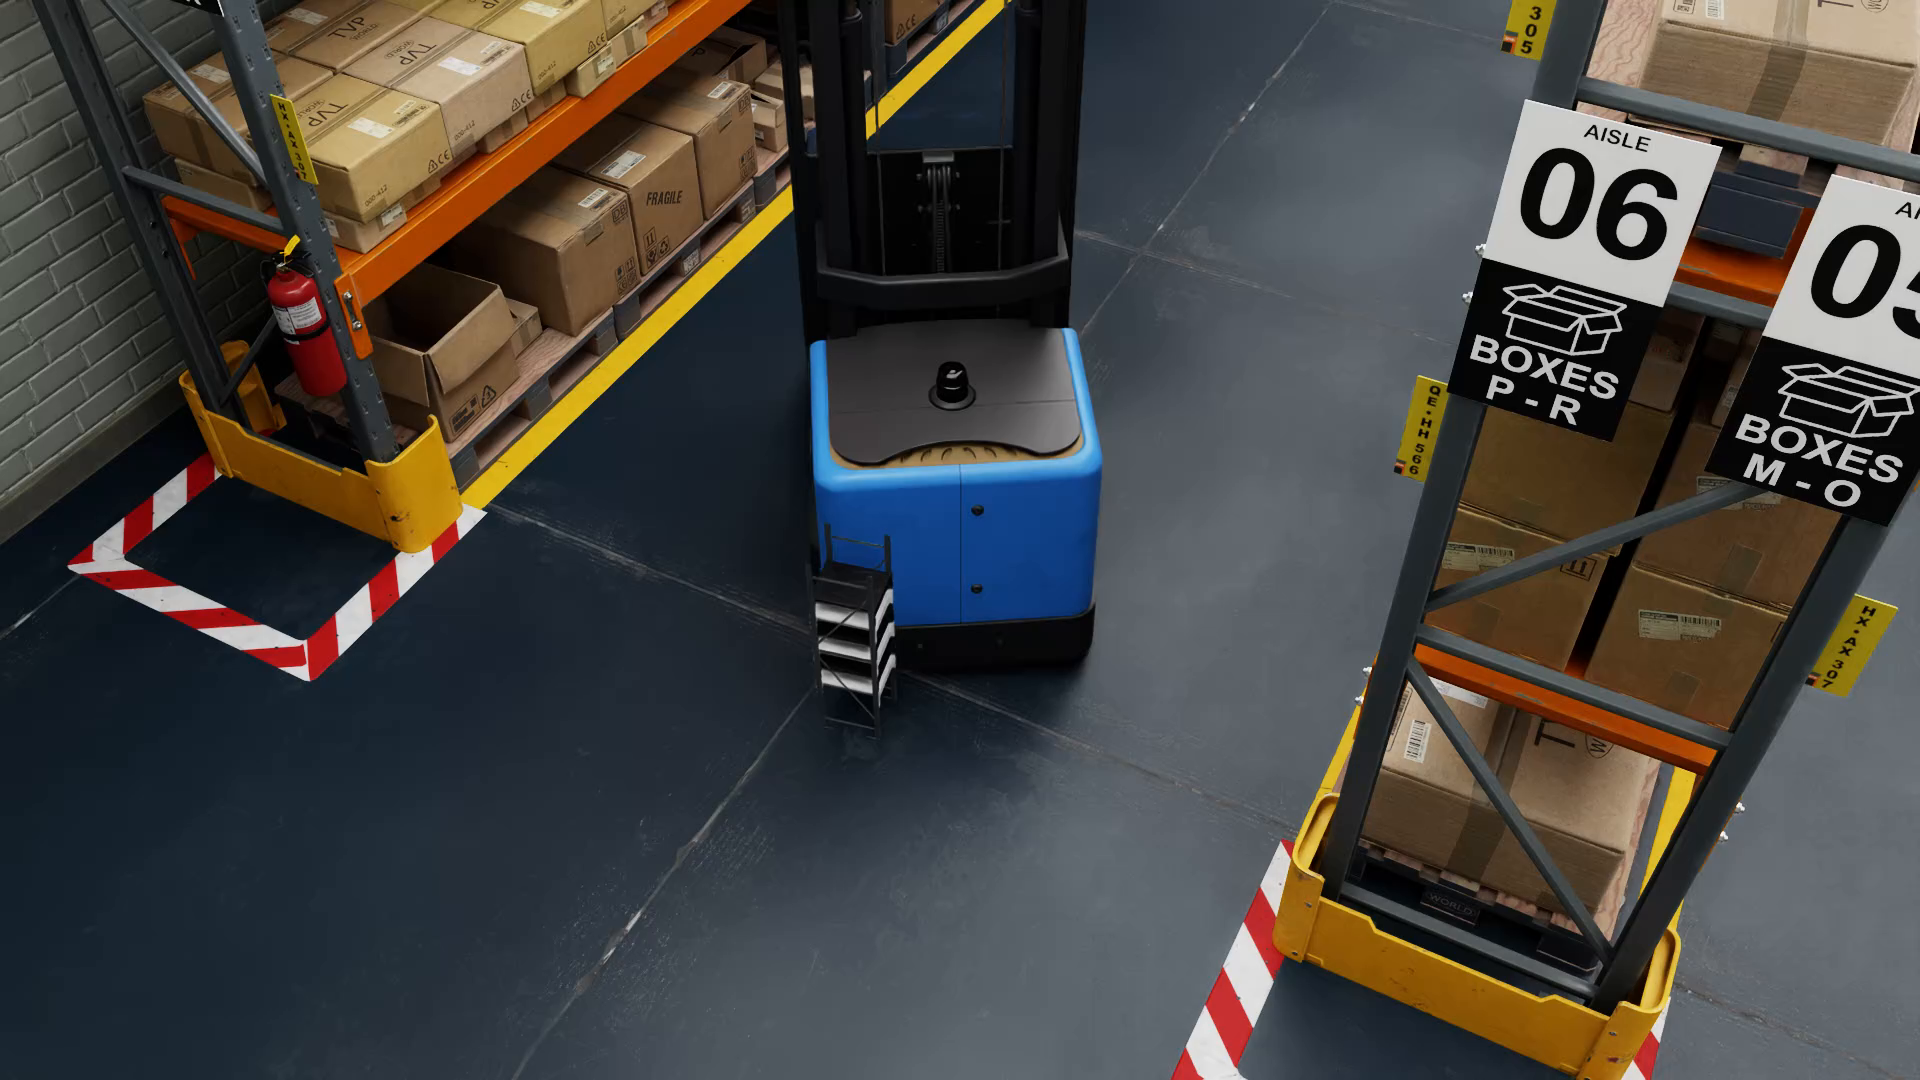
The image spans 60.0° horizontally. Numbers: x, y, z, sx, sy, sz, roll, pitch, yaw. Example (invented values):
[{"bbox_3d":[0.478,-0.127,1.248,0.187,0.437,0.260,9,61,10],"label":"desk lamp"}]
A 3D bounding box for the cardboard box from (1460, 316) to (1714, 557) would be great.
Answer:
[{"bbox_3d":[1.664,-0.367,4.510,0.500,0.500,0.500,22,49,20],"label":"cardboard box"}]

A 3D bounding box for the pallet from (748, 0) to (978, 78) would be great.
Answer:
[{"bbox_3d":[-0.546,-3.299,10.142,1.003,0.211,1.213,20,49,19],"label":"pallet"}]

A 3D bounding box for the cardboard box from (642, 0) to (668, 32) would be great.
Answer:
[{"bbox_3d":[-1.546,-2.416,7.485,0.380,0.149,0.250,20,49,19],"label":"cardboard box"}]

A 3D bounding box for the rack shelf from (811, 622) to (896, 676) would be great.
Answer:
[{"bbox_3d":[-0.387,0.372,6.076,0.258,0.077,0.200,11,47,11],"label":"rack shelf"}]

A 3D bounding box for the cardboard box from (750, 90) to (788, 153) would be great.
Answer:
[{"bbox_3d":[-1.054,-2.268,8.789,0.396,0.266,0.258,22,49,20],"label":"cardboard box"}]

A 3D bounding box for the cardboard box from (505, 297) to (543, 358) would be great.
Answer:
[{"bbox_3d":[-2.147,-0.989,7.607,0.380,0.149,0.250,19,48,18],"label":"cardboard box"}]

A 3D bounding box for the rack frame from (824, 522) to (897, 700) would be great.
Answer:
[{"bbox_3d":[-0.360,0.279,6.121,0.240,0.900,0.006,11,47,11],"label":"rack frame"}]

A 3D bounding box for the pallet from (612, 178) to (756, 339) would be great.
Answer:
[{"bbox_3d":[-1.775,-1.570,8.434,1.003,0.211,1.213,20,49,19],"label":"pallet"}]

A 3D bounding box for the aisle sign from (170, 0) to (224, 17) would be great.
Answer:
[{"bbox_3d":[-2.518,-2.008,5.078,0.394,0.787,0.004,20,49,19],"label":"aisle sign"}]

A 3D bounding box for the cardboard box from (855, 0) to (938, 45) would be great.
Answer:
[{"bbox_3d":[-0.466,-3.254,9.599,0.500,0.500,0.500,22,49,21],"label":"cardboard box"}]

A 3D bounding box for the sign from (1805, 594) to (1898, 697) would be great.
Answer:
[{"bbox_3d":[2.140,0.257,4.003,0.100,0.325,0.005,20,49,19],"label":"sign"}]

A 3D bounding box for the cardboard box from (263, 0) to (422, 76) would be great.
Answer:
[{"bbox_3d":[-2.528,-1.988,6.782,0.500,0.250,0.500,21,49,19],"label":"cardboard box"}]

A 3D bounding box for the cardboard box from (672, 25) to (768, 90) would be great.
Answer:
[{"bbox_3d":[-1.406,-2.619,9.104,0.500,0.311,0.500,22,49,20],"label":"cardboard box"}]

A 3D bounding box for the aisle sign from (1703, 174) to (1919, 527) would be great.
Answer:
[{"bbox_3d":[1.875,-0.371,3.459,0.394,0.787,0.004,20,49,19],"label":"aisle sign"}]

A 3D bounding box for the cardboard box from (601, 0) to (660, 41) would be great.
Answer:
[{"bbox_3d":[-1.613,-2.450,7.239,0.500,0.250,0.500,19,48,18],"label":"cardboard box"}]

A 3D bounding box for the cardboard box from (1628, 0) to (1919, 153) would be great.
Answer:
[{"bbox_3d":[1.781,-1.096,3.635,0.500,0.250,0.500,16,48,15],"label":"cardboard box"}]

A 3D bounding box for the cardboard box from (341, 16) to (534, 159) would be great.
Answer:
[{"bbox_3d":[-2.064,-1.801,6.597,0.500,0.250,0.500,21,49,19],"label":"cardboard box"}]

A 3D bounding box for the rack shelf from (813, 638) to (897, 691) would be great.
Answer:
[{"bbox_3d":[-0.387,0.435,6.140,0.258,0.077,0.200,11,47,11],"label":"rack shelf"}]

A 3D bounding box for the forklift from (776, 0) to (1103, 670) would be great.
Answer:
[{"bbox_3d":[-0.119,-1.564,6.515,1.130,2.935,3.031,-3,45,-3],"label":"forklift"}]

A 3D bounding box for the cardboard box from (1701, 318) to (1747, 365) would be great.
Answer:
[{"bbox_3d":[2.120,-0.533,4.219,0.380,0.149,0.250,22,49,20],"label":"cardboard box"}]

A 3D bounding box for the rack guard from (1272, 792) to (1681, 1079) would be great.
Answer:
[{"bbox_3d":[1.640,1.296,5.398,1.175,0.500,0.348,20,49,19],"label":"rack guard"}]

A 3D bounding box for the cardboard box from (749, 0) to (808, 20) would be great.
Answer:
[{"bbox_3d":[-0.924,-3.430,9.773,0.500,0.500,0.500,20,49,19],"label":"cardboard box"}]

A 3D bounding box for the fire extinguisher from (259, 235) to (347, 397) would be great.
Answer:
[{"bbox_3d":[-2.406,-0.831,6.059,0.296,0.674,0.183,20,49,19],"label":"fire extinguisher"}]

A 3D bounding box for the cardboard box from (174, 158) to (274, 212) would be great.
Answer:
[{"bbox_3d":[-2.831,-1.444,6.524,0.380,0.149,0.250,20,49,19],"label":"cardboard box"}]

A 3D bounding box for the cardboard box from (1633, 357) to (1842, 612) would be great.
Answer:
[{"bbox_3d":[2.127,-0.193,4.338,0.500,0.500,0.500,19,48,18],"label":"cardboard box"}]

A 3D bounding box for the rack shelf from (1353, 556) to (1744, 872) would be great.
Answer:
[{"bbox_3d":[2.580,-0.605,6.025,1.077,0.370,4.000,20,49,19],"label":"rack shelf"}]

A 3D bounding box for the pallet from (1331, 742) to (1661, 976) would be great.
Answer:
[{"bbox_3d":[1.953,0.853,6.039,1.003,0.211,1.213,20,49,19],"label":"pallet"}]

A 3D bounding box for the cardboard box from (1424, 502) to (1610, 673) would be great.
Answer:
[{"bbox_3d":[1.641,-0.024,4.875,0.500,0.500,0.500,21,49,19],"label":"cardboard box"}]

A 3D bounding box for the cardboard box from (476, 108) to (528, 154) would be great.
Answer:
[{"bbox_3d":[-2.011,-1.754,6.831,0.380,0.149,0.250,22,49,20],"label":"cardboard box"}]

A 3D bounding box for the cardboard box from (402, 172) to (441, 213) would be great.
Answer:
[{"bbox_3d":[-2.274,-1.438,6.519,0.380,0.149,0.250,22,49,20],"label":"cardboard box"}]

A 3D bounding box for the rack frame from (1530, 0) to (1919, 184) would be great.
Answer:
[{"bbox_3d":[1.651,-1.707,2.390,1.000,3.000,0.127,20,49,19],"label":"rack frame"}]

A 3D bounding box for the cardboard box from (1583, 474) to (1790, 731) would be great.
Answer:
[{"bbox_3d":[2.129,0.159,4.693,0.500,0.500,0.500,20,49,19],"label":"cardboard box"}]

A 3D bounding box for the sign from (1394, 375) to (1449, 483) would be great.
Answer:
[{"bbox_3d":[1.177,-0.276,4.213,0.100,0.325,0.005,20,49,19],"label":"sign"}]

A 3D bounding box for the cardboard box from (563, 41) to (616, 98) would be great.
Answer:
[{"bbox_3d":[-1.709,-2.058,7.131,0.380,0.149,0.250,19,48,18],"label":"cardboard box"}]

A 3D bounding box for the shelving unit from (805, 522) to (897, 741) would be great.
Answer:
[{"bbox_3d":[-0.387,0.349,6.052,0.258,0.900,0.210,11,47,11],"label":"shelving unit"}]

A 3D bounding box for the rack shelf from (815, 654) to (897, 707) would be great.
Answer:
[{"bbox_3d":[-0.387,0.498,6.204,0.258,0.077,0.200,11,47,11],"label":"rack shelf"}]

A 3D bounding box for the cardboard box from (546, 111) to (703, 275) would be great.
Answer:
[{"bbox_3d":[-1.614,-1.683,8.047,0.500,0.500,0.500,21,49,20],"label":"cardboard box"}]

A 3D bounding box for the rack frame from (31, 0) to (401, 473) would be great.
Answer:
[{"bbox_3d":[-2.747,-1.234,6.141,1.000,3.000,0.127,20,49,19],"label":"rack frame"}]
